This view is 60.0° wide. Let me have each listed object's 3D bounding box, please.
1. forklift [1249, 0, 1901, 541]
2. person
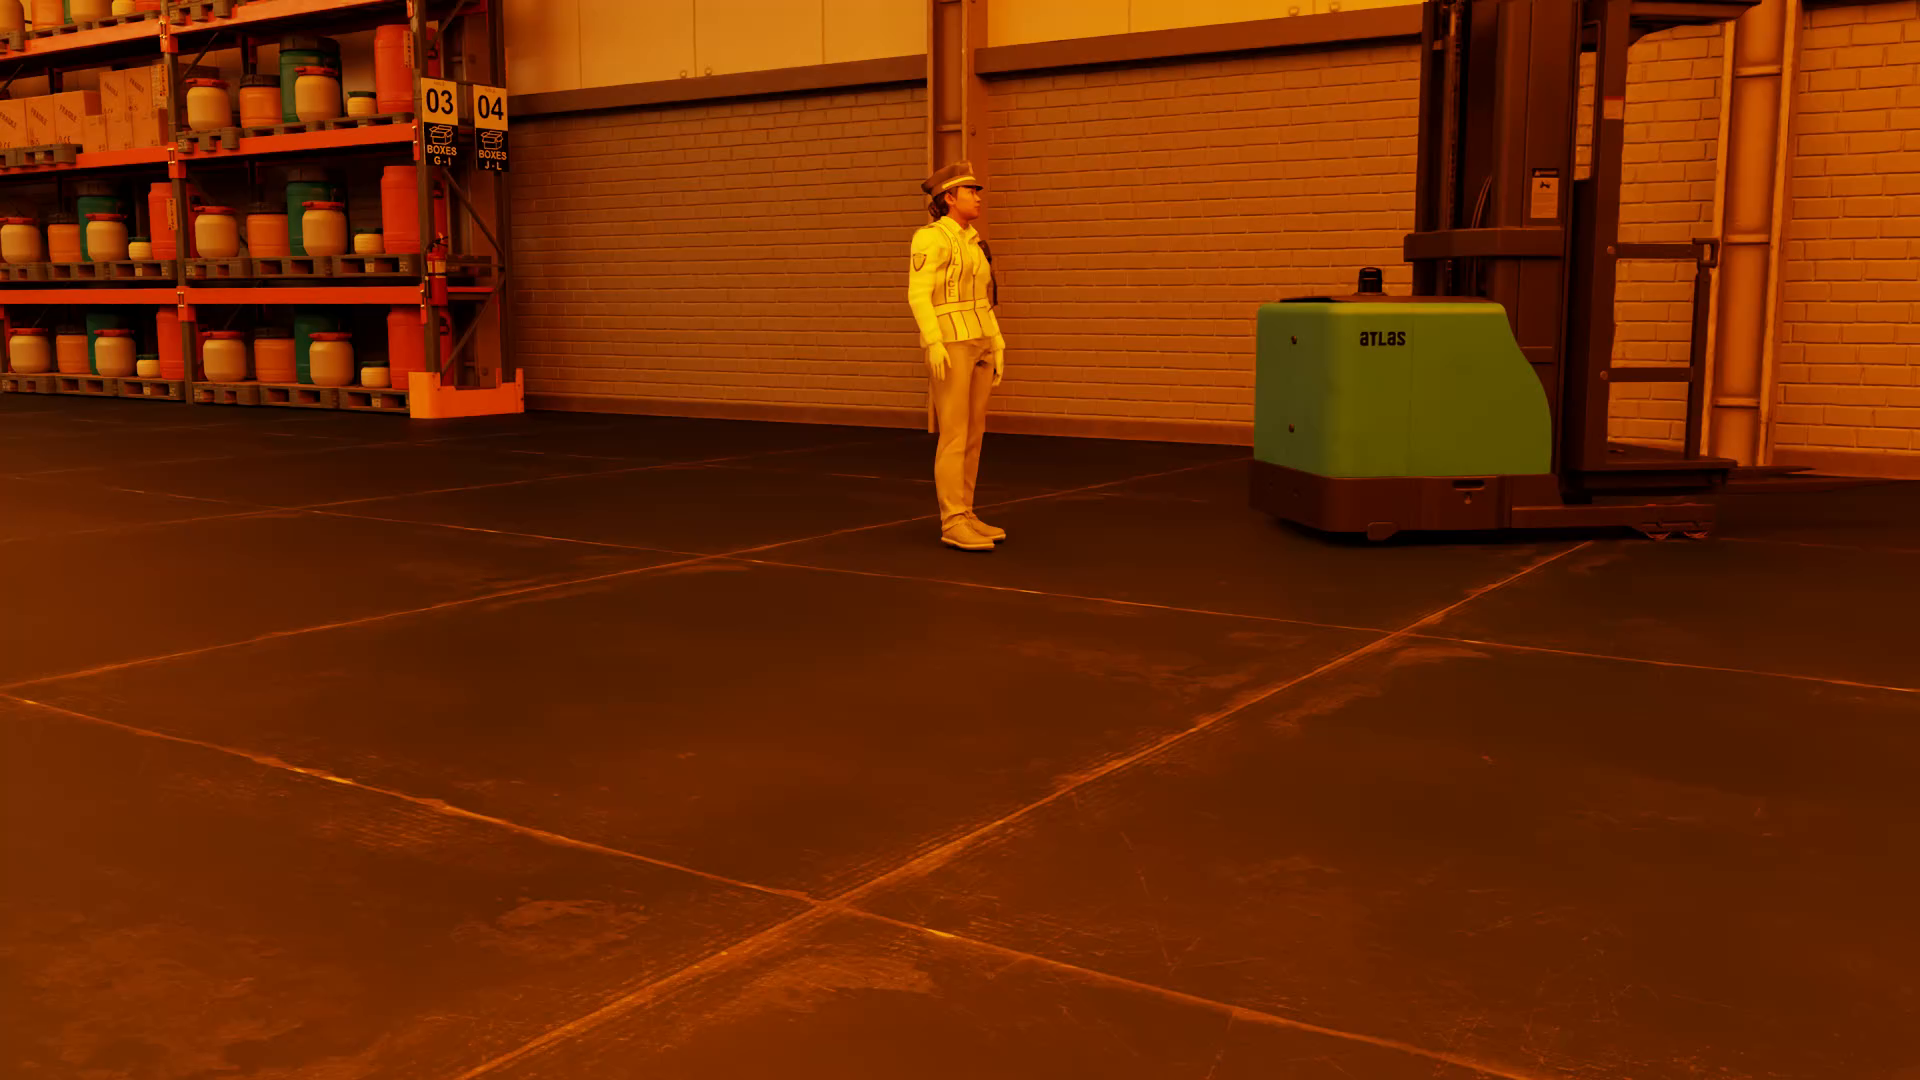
[{"bbox_3d":[3.003,-1.523,7.903,3.031,2.935,1.130,-2,8,-11],"label":"forklift"},{"bbox_3d":[0.053,-0.840,7.440,0.532,1.694,0.586,5,10,34],"label":"person"}]
